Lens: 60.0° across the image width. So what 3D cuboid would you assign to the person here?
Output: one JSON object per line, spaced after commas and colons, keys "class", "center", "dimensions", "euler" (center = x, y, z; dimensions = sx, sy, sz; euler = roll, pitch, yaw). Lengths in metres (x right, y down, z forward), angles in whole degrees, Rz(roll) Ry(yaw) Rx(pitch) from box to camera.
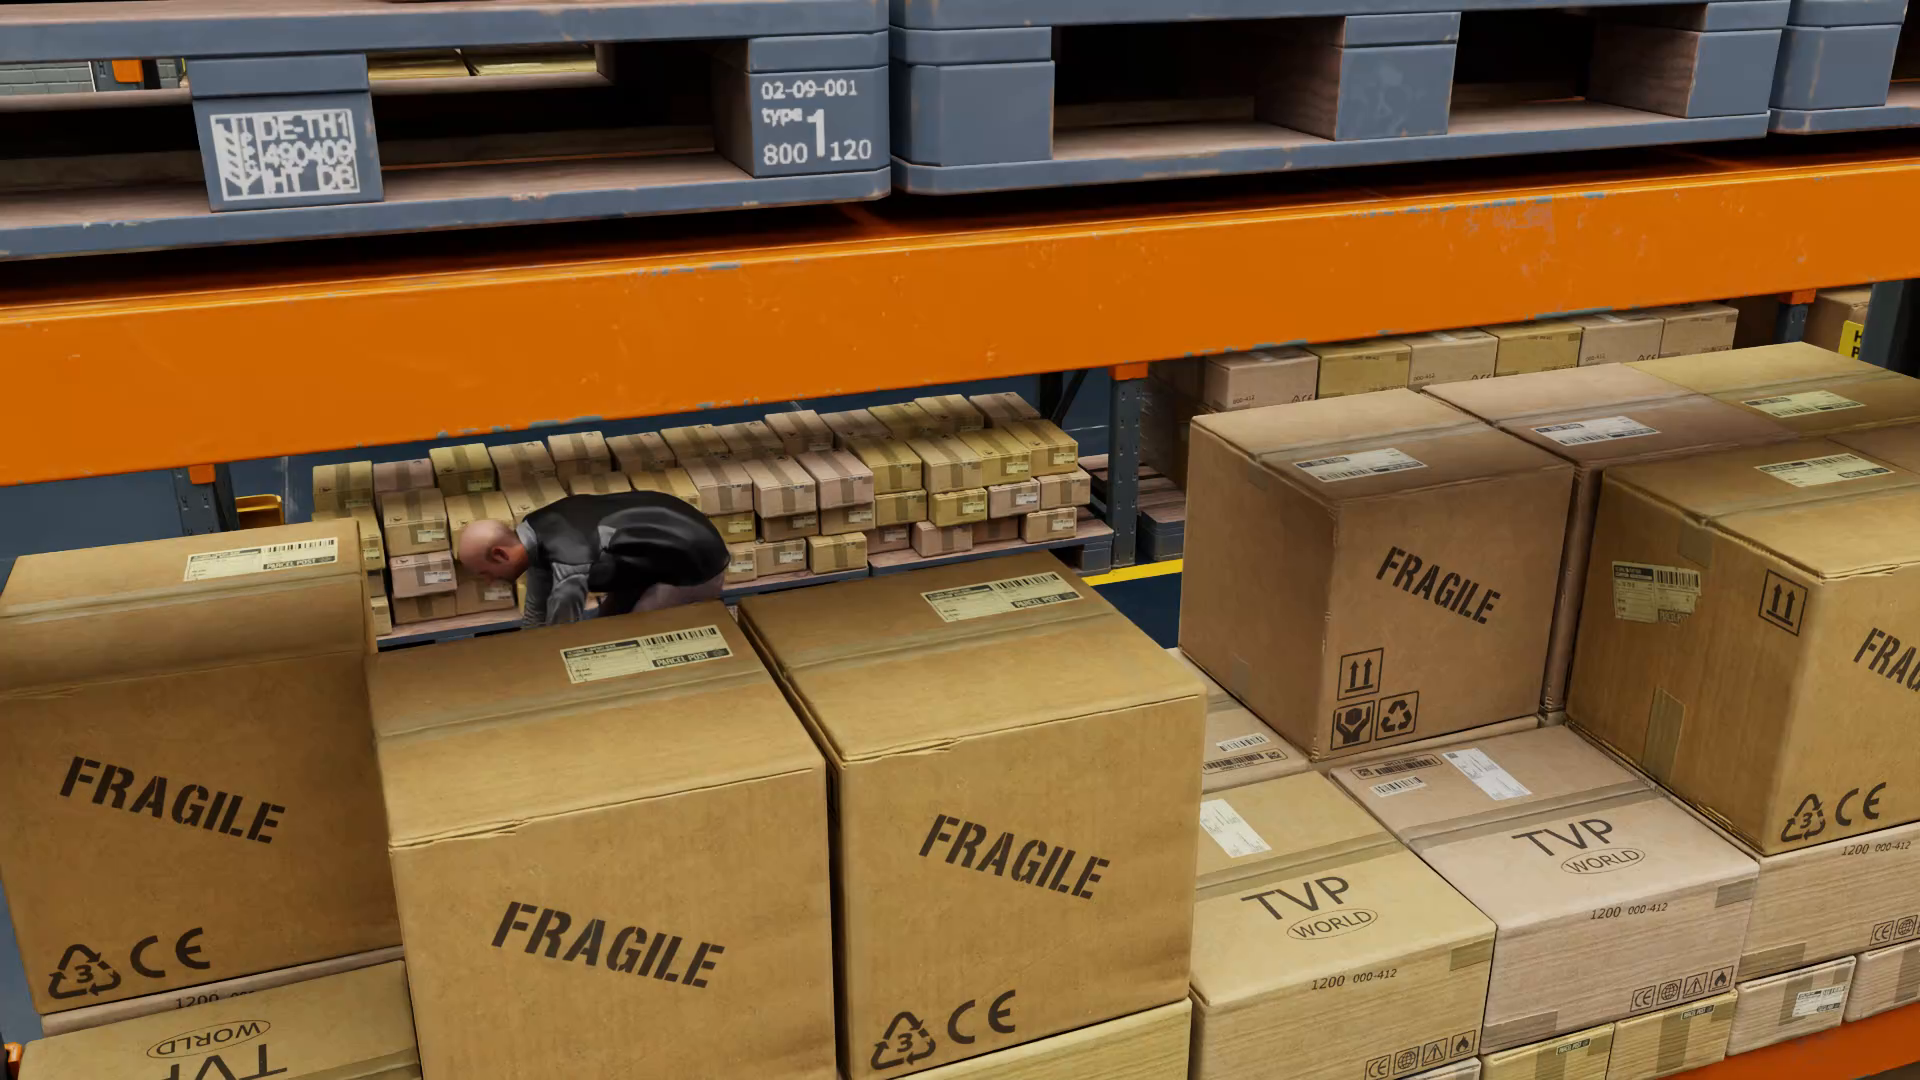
{"class": "person", "center": [-1.318, 0.347, 6.127], "dimensions": [0.949, 1.078, 0.490], "euler": [-9, 24, -22]}
